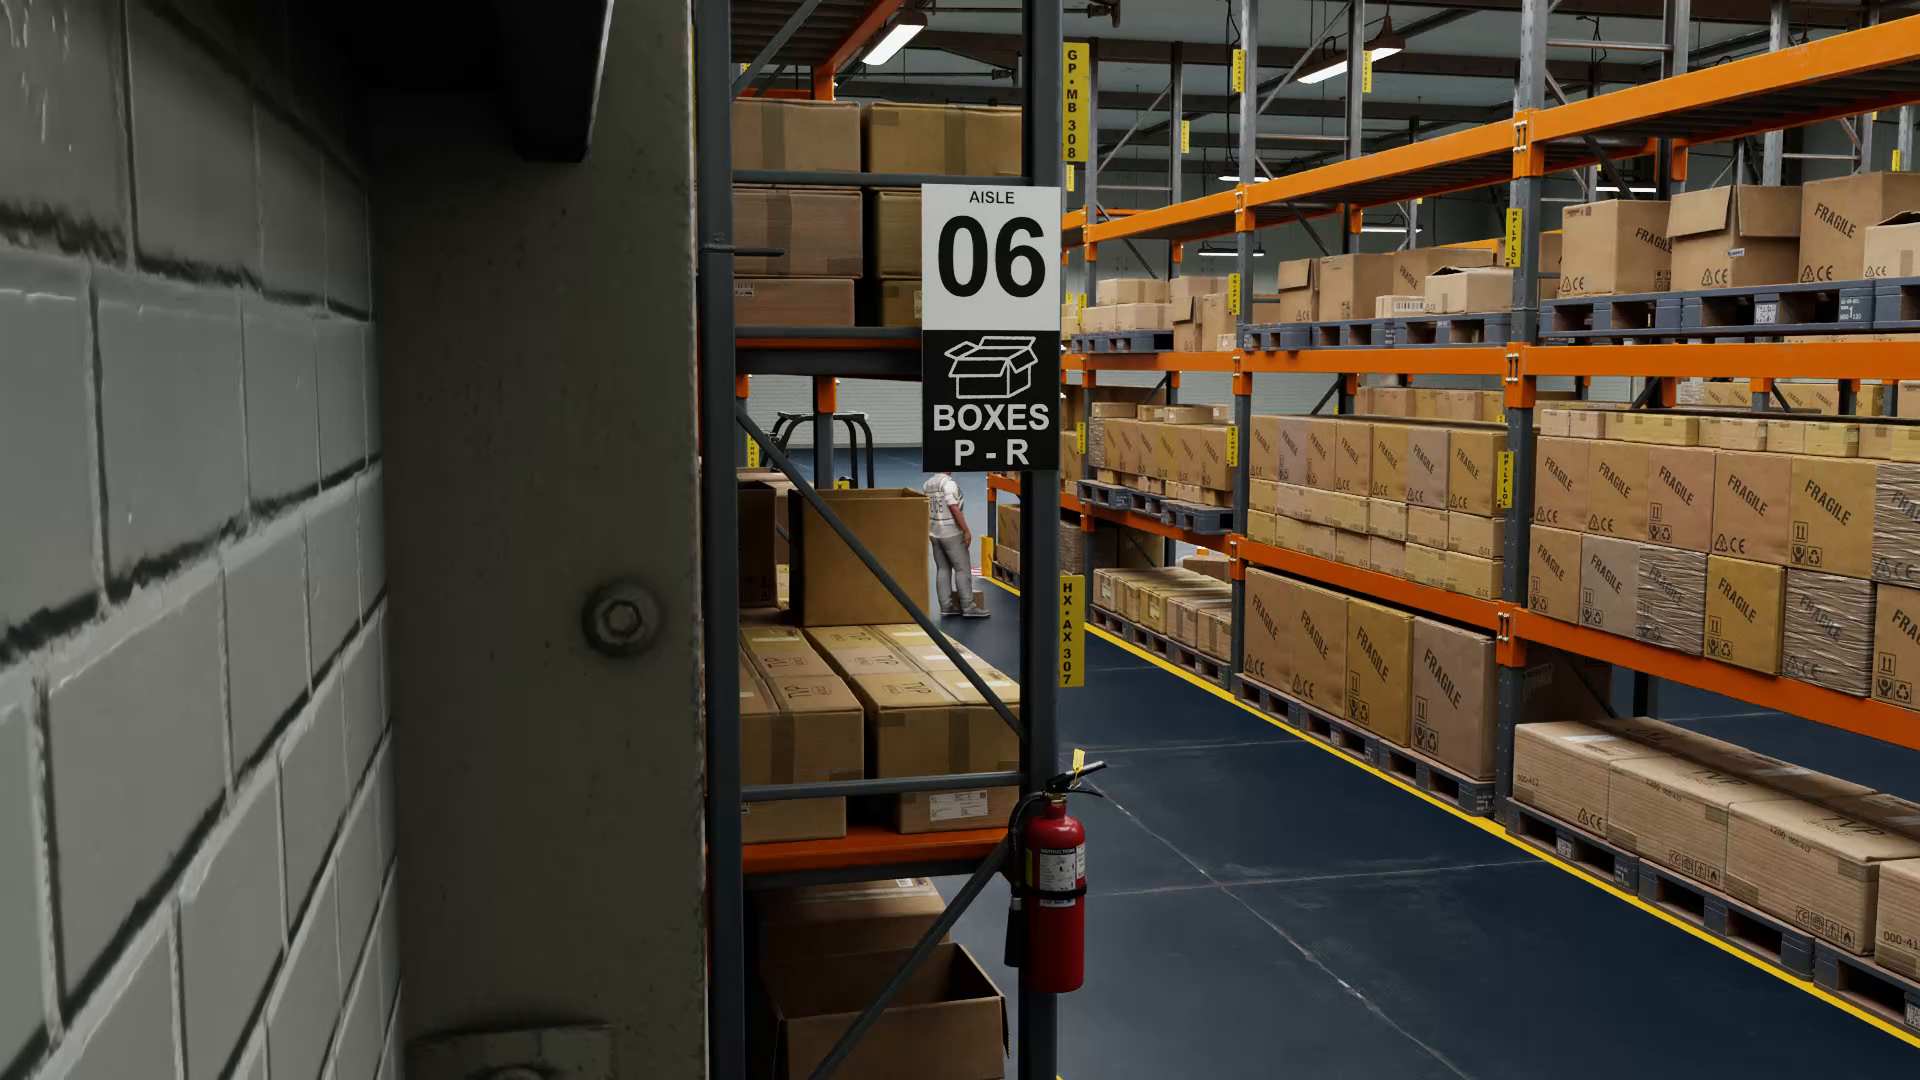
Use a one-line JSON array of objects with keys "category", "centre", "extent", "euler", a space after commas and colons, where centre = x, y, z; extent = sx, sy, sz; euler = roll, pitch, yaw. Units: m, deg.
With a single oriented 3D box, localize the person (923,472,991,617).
[{"category": "person", "centre": [-0.065, -0.075, 17.810], "extent": [0.573, 1.780, 0.641], "euler": [-5, 8, -38]}]
